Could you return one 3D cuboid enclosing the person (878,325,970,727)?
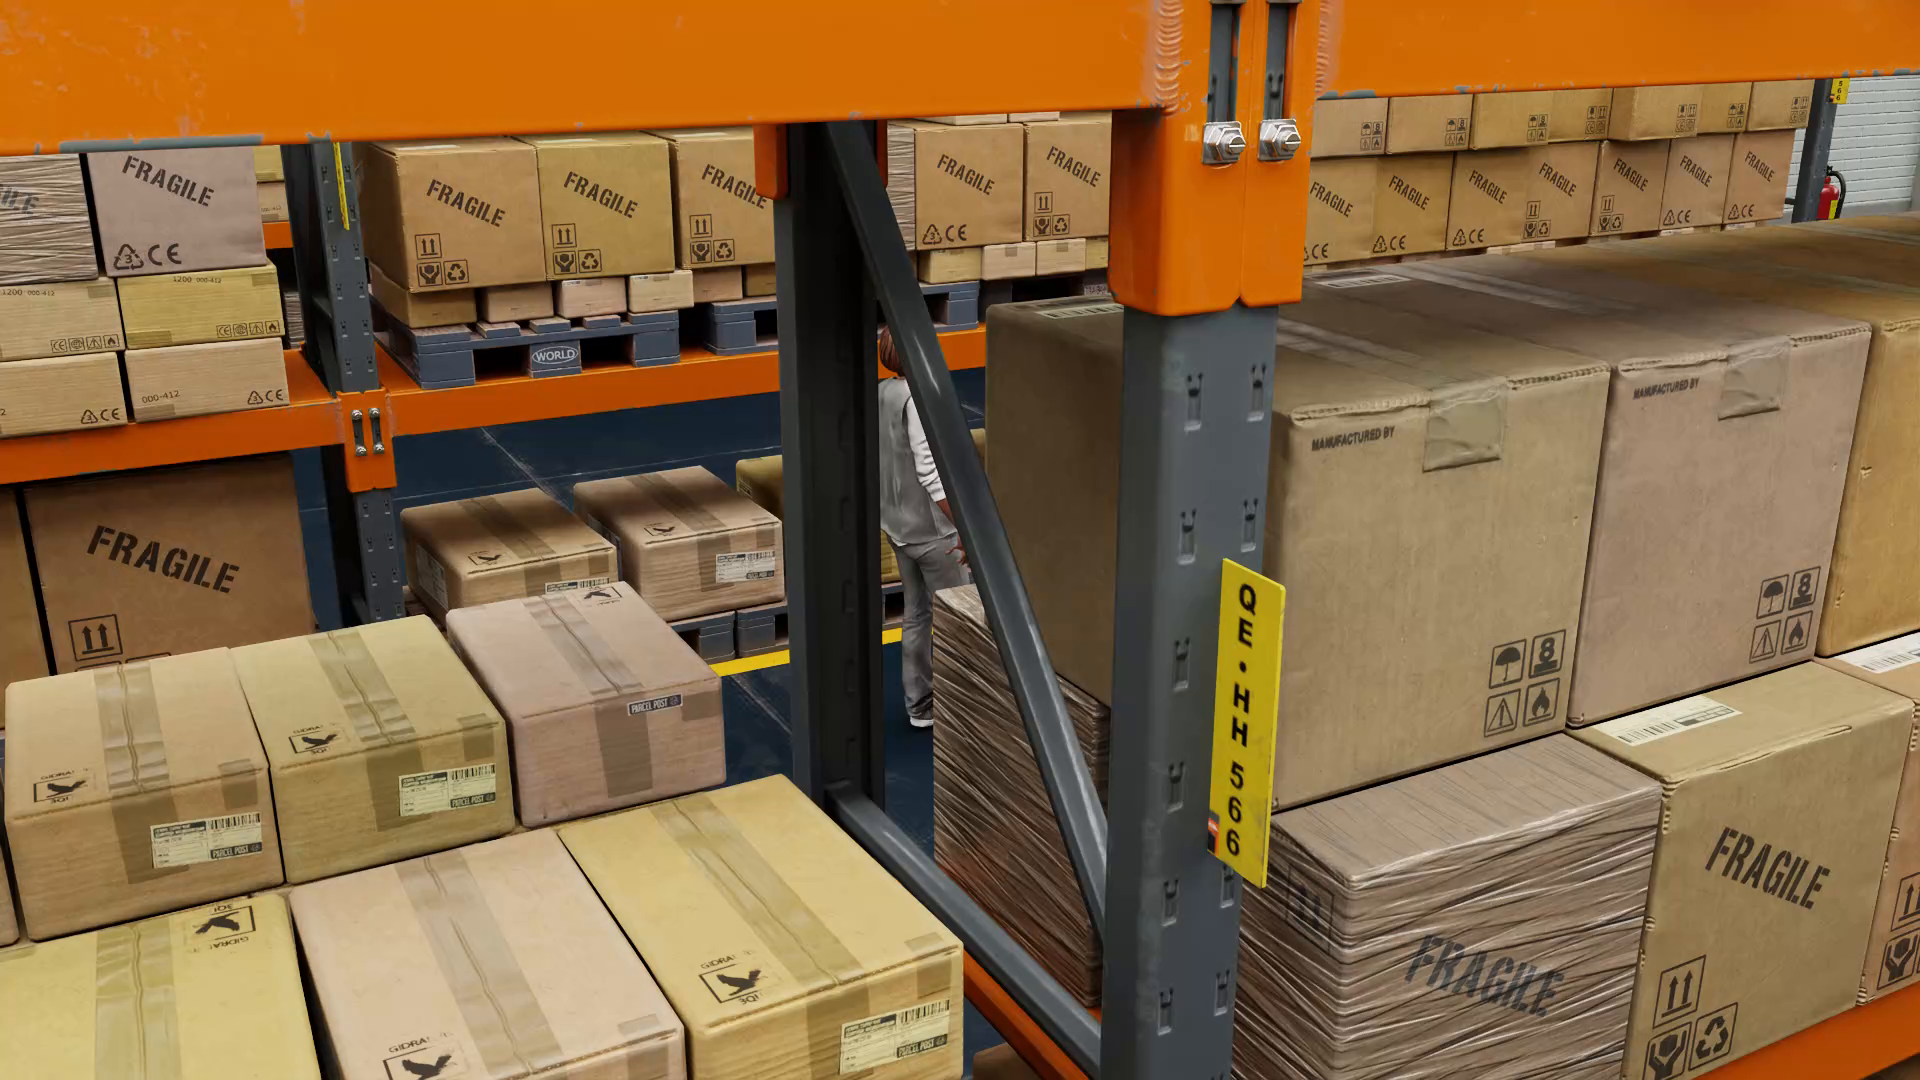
[{"bbox_3d":[-0.065,-0.049,6.192,0.472,1.600,0.520,-10,21,-27],"label":"person"}]
